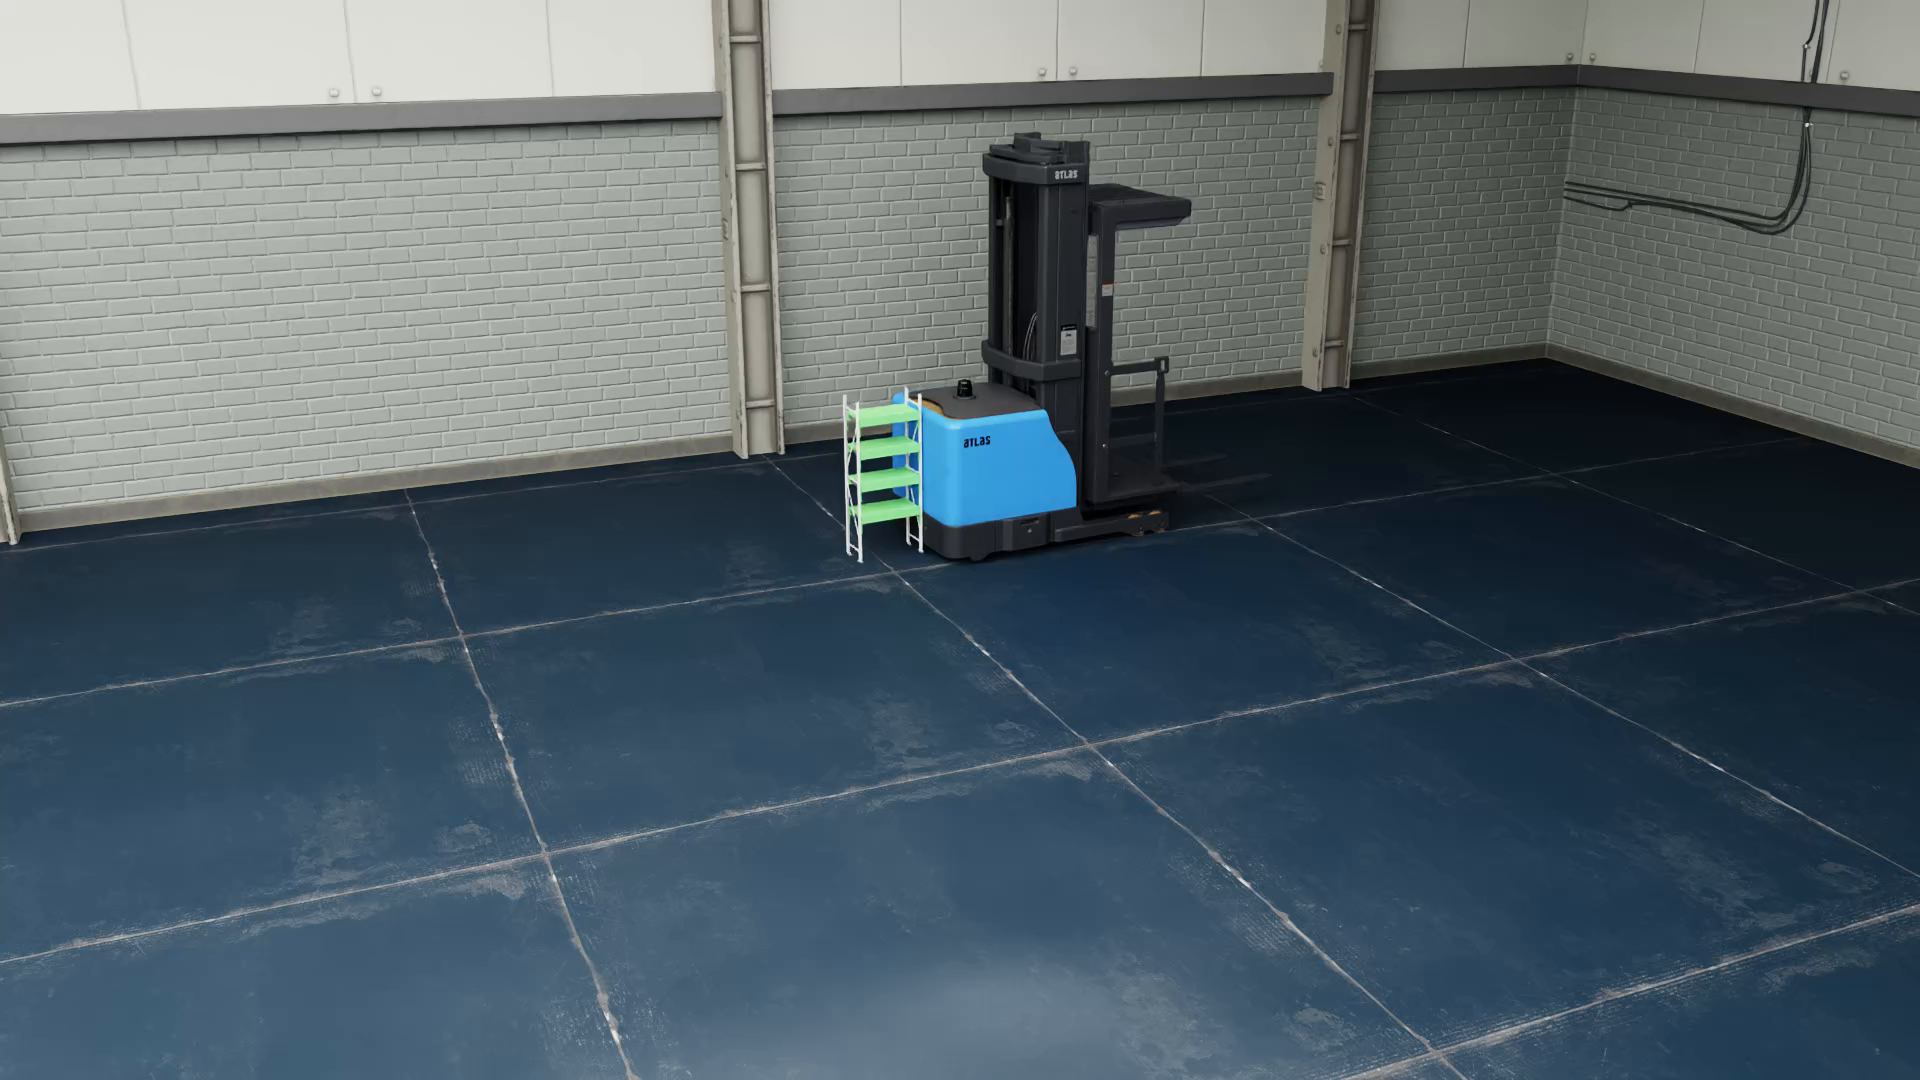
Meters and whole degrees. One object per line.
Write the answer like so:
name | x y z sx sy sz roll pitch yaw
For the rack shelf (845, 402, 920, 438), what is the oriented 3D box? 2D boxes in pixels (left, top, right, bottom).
rack shelf | -0.555 -0.862 11.909 0.480 0.148 0.258 -10 22 -26

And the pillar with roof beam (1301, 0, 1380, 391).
pillar with roof beam | 5.431 -4.504 11.764 0.400 9.000 9.100 -8 21 -22

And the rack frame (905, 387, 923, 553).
rack frame | -0.338 -0.506 12.154 0.015 1.200 0.240 -10 22 -26

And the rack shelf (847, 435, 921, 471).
rack shelf | -0.555 -0.635 11.989 0.480 0.148 0.258 -10 22 -26

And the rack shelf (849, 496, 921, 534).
rack shelf | -0.555 -0.182 12.149 0.480 0.148 0.258 -10 22 -26

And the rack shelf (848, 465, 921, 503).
rack shelf | -0.555 -0.409 12.069 0.480 0.148 0.258 -10 22 -26

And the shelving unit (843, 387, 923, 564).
shelving unit | -0.555 -0.469 12.048 0.503 1.200 0.258 -10 22 -26

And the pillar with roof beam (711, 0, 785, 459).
pillar with roof beam | -0.078 -3.715 9.522 0.400 9.000 9.100 -8 21 -22

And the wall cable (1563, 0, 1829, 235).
wall cable | 6.955 -4.336 15.964 0.112 2.526 3.097 -8 21 -22

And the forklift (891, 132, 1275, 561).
forklift | 1.025 -1.554 12.522 3.031 2.935 1.130 -10 22 -26

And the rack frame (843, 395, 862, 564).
rack frame | -0.771 -0.432 11.942 0.015 1.200 0.240 -10 22 -26

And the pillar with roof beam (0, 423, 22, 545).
pillar with roof beam | -5.588 -2.925 7.280 0.400 9.000 9.100 -8 21 -22
